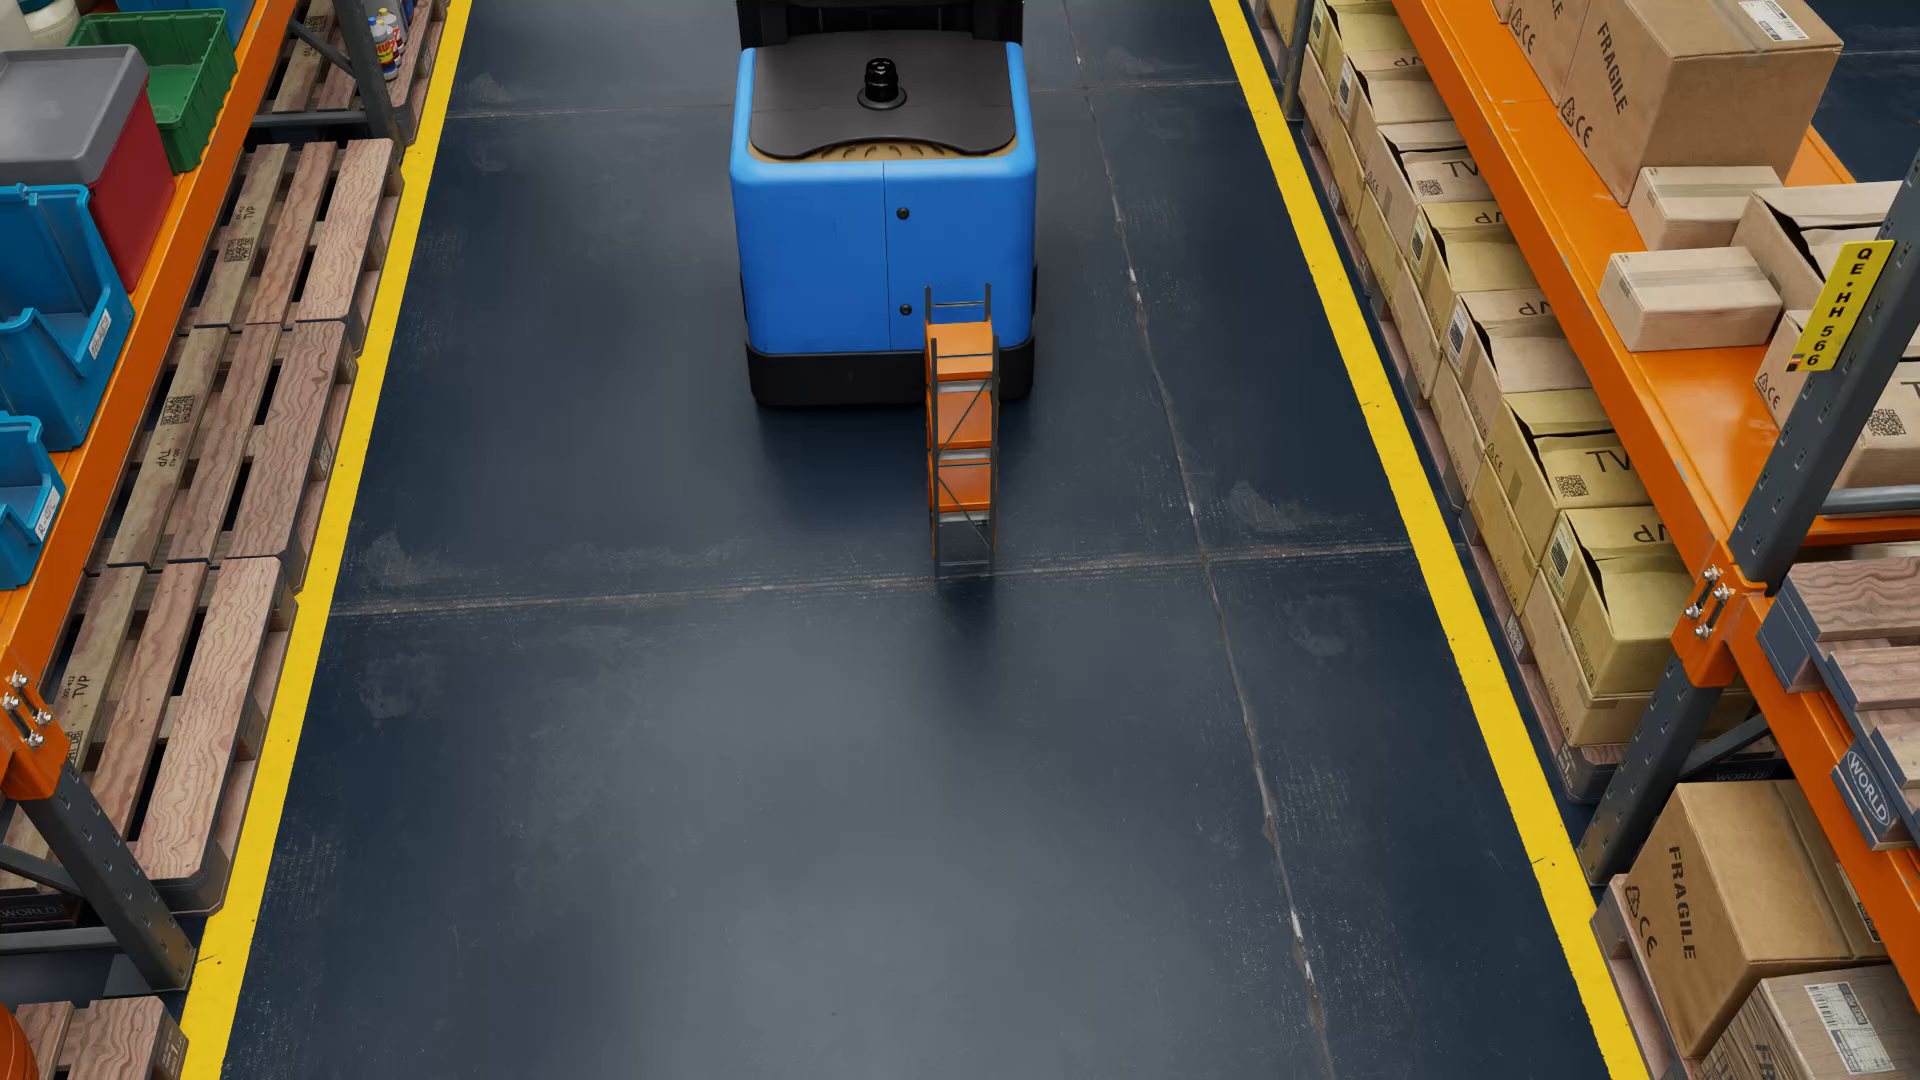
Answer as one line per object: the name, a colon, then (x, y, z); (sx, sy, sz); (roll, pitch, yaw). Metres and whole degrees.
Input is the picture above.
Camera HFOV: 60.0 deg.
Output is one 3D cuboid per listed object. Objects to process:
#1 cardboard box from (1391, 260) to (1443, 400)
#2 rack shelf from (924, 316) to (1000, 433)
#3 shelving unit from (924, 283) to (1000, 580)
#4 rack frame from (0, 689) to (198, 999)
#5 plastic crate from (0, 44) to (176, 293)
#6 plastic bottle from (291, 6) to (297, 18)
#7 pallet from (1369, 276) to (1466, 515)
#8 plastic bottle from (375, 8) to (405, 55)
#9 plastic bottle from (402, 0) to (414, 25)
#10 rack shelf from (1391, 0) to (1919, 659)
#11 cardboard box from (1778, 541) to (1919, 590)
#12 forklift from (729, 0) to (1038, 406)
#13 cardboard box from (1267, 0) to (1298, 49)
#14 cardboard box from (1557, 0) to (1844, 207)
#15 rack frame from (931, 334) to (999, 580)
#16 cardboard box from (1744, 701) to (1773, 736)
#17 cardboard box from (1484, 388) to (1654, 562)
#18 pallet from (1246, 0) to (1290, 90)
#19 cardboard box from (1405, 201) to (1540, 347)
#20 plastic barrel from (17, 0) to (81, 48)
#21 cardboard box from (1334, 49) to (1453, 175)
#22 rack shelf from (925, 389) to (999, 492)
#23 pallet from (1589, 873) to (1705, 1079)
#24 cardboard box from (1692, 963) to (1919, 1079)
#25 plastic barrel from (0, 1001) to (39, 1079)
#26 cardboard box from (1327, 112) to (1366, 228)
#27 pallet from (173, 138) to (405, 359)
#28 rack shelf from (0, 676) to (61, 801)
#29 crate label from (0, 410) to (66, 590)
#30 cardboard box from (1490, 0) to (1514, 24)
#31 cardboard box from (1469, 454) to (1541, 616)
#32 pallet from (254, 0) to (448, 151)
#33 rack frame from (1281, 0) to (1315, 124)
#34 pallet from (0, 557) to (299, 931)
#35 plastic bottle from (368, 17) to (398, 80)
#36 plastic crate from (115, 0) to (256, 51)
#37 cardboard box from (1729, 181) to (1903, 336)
cardboard box: (1.889, -0.775, 6.022); (0.500, 0.250, 0.500); (-3, 47, -3)
rack shelf: (0.004, -0.510, 5.134); (0.215, 0.259, 0.240); (-3, 47, -3)
shelving unit: (0.004, -0.322, 5.332); (0.215, 1.050, 0.252); (-3, 47, -3)
rack frame: (-2.628, 0.197, 3.497); (1.000, 3.000, 0.127); (-3, 47, -3)
plastic crate: (-2.458, -1.013, 4.599); (0.402, 0.464, 0.583); (-3, 47, -3)
plastic bottle: (-3.175, -2.526, 7.649); (0.152, 0.276, 0.135); (-3, 47, -3)
pallet: (2.179, -0.621, 6.193); (1.003, 0.211, 1.213); (-3, 47, -3)
plastic bottle: (-2.570, -2.290, 7.478); (0.097, 0.201, 0.097); (0, 47, 0)
plastic bottle: (-2.617, -2.547, 7.617); (0.144, 0.351, 0.185); (-2, 47, -2)
rack shelf: (2.141, -1.301, 5.412); (1.077, 0.370, 4.000); (-3, 47, -3)
cardboard box: (2.557, 0.110, 4.798); (0.500, 0.311, 0.500); (-2, 47, -2)
forklift: (-0.314, -2.562, 6.157); (1.130, 2.935, 3.031); (-2, 47, -2)
cardboard box: (1.717, -2.516, 7.672); (0.500, 0.250, 0.500); (-3, 47, -3)
cardboard box: (2.151, -1.349, 4.893); (0.500, 0.500, 0.500); (-6, 47, -5)
rack frame: (0.015, -0.234, 5.249); (0.200, 1.050, 0.008); (-3, 47, -3)
cardboard box: (2.557, 0.303, 5.002); (0.500, 0.250, 0.500); (-4, 47, -3)
cardboard box: (1.969, -0.233, 5.123); (0.500, 0.311, 0.500); (-4, 47, -4)
pallet: (1.948, -2.614, 8.081); (1.003, 0.211, 1.213); (-3, 47, -3)
cardboard box: (1.890, -0.961, 5.812); (0.500, 0.311, 0.500); (-2, 47, -2)
plastic barrel: (-3.005, -1.682, 5.373); (0.301, 0.262, 0.301); (0, 47, 0)
cardboard box: (1.796, -1.710, 6.522); (0.500, 0.311, 0.500); (-4, 47, -4)
rack shelf: (0.004, -0.315, 5.340); (0.215, 0.259, 0.240); (-3, 47, -3)
pallet: (2.333, 1.400, 4.279); (1.003, 0.211, 1.213); (-3, 47, -3)
cardboard box: (2.111, 1.332, 3.841); (0.500, 0.500, 0.500); (-5, 47, -5)
plastic barrel: (-2.570, 1.152, 3.799); (0.600, 0.830, 0.708); (-3, 47, -3)
cardboard box: (1.802, -1.517, 6.726); (0.500, 0.250, 0.500); (-2, 47, -2)
pallet: (-2.859, -1.172, 6.715); (1.003, 0.211, 1.213); (-3, 47, -3)
rack shelf: (-2.461, 1.891, 2.388); (1.077, 0.370, 4.000); (-3, 47, -3)
crate label: (-2.290, -0.073, 3.868); (0.303, 0.233, 0.416); (-3, 47, -3)
cardboard box: (2.065, -2.092, 5.596); (0.500, 0.500, 0.500); (0, 47, 0)
cardboard box: (1.974, -0.039, 5.325); (0.500, 0.250, 0.500); (-4, 47, -4)
pallet: (-2.978, -2.227, 7.713); (1.003, 0.211, 1.213); (-3, 47, -3)
rack frame: (1.973, -2.995, 6.521); (1.000, 3.000, 0.127); (-3, 47, -3)
pallet: (-2.654, 0.593, 5.043); (1.003, 0.211, 1.213); (-3, 47, -3)
plastic bottle: (-2.553, -2.167, 7.313); (0.097, 0.271, 0.097); (0, 47, 0)
plastic crate: (-2.561, -1.912, 5.506); (0.392, 0.384, 0.575); (-3, 47, -3)
cardboard box: (2.426, -0.730, 4.436); (0.500, 0.311, 0.500); (-4, 47, -4)
